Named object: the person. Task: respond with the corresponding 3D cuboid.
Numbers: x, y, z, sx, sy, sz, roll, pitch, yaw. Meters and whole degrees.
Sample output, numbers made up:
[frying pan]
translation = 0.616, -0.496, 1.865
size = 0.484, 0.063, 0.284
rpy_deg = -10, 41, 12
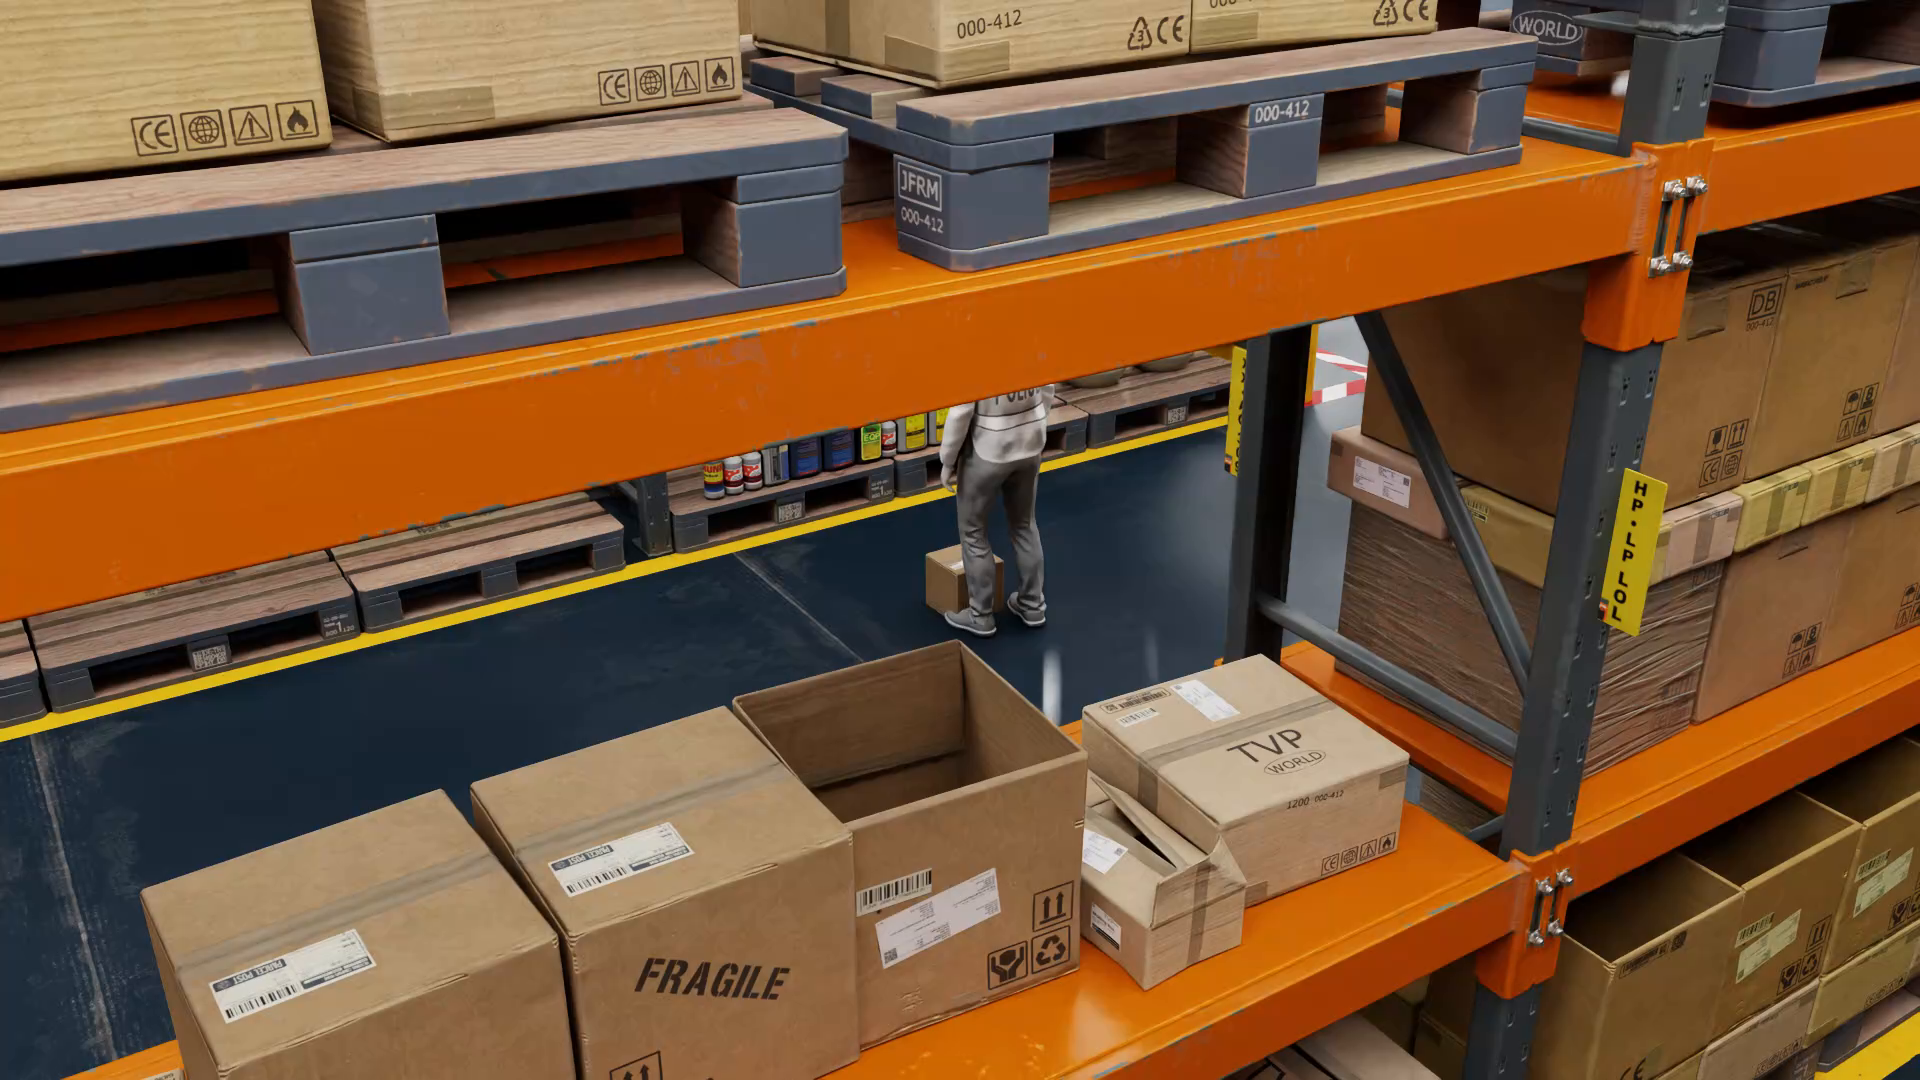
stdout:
[person]
translation = 0.138, -0.372, 6.889
size = 0.547, 1.667, 0.409
rpy_deg = -17, 30, -32
